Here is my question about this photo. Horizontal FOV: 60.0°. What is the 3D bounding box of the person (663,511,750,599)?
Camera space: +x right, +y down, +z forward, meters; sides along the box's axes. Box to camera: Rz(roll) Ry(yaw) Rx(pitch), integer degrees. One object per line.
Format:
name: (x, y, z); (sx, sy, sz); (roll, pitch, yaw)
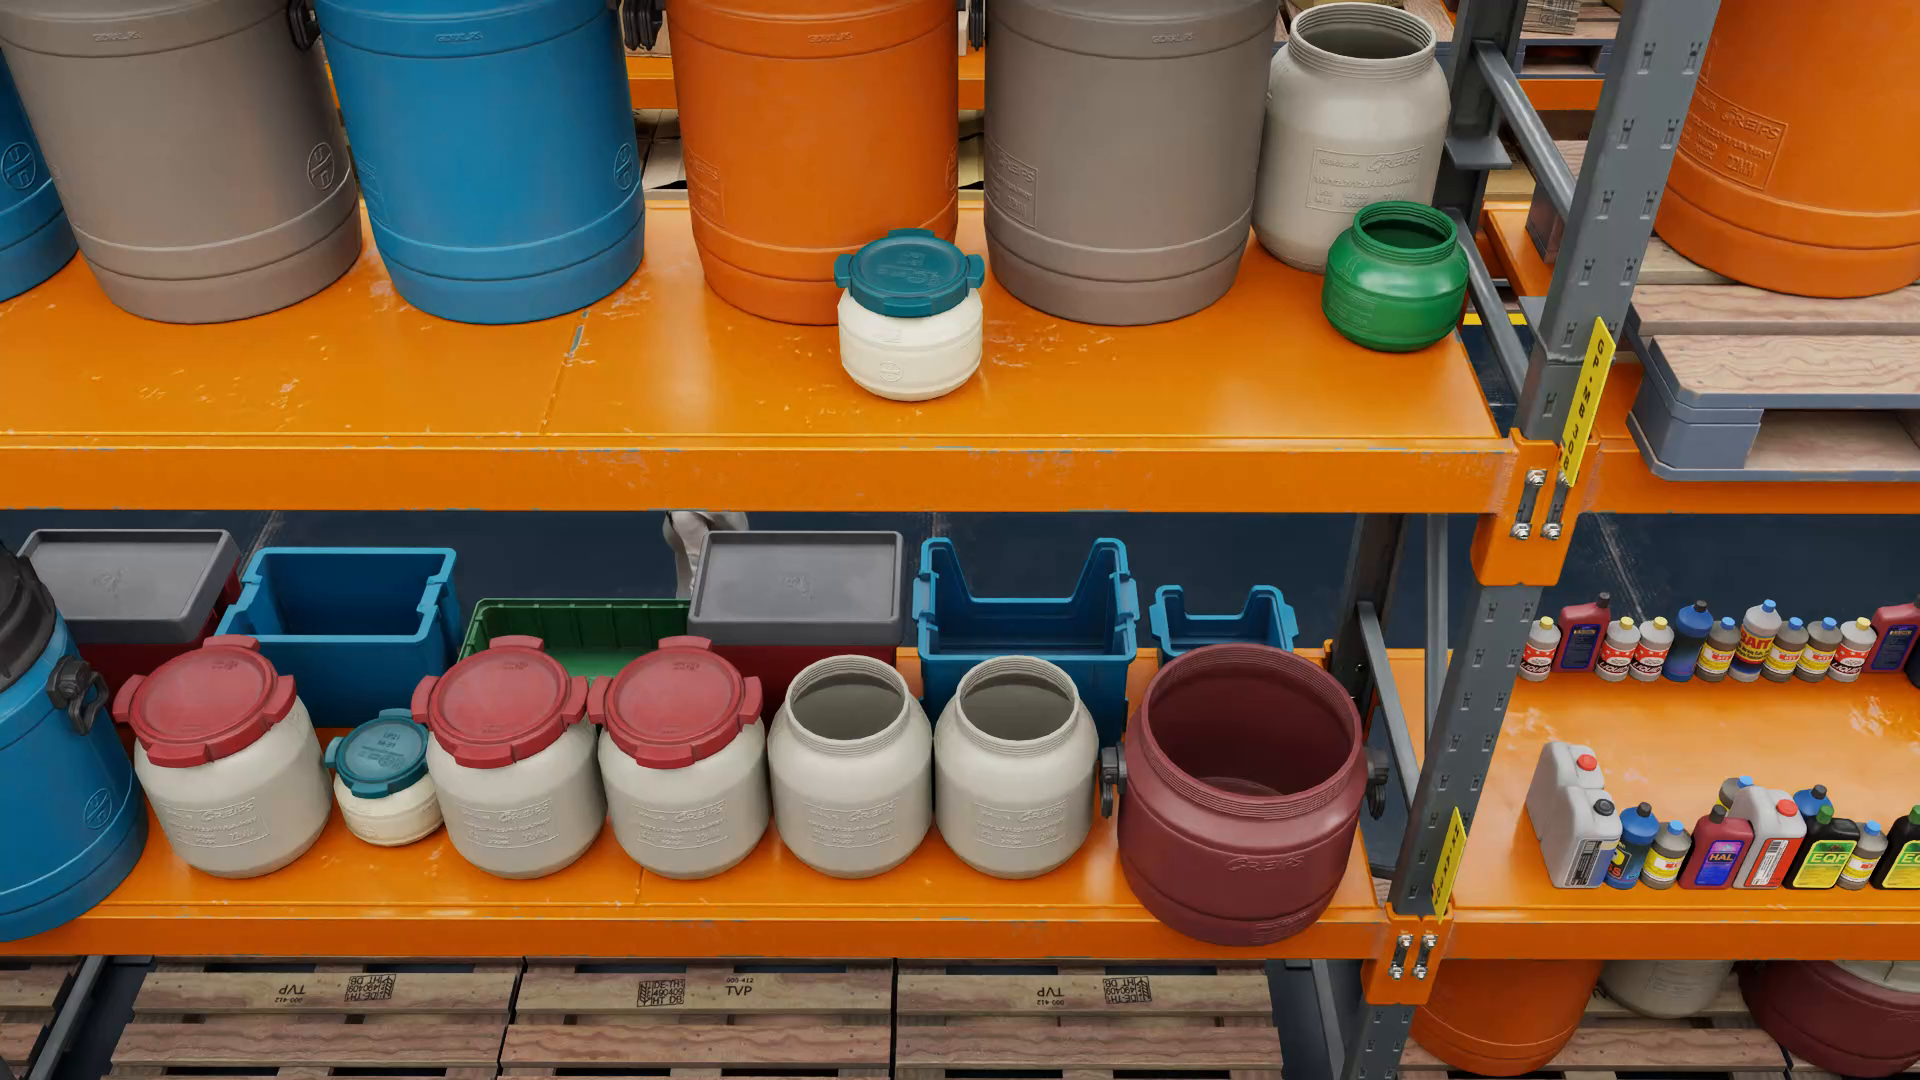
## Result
person: (-0.895, 0.210, 5.951); (0.343, 1.548, 0.461); (0, 40, 0)
